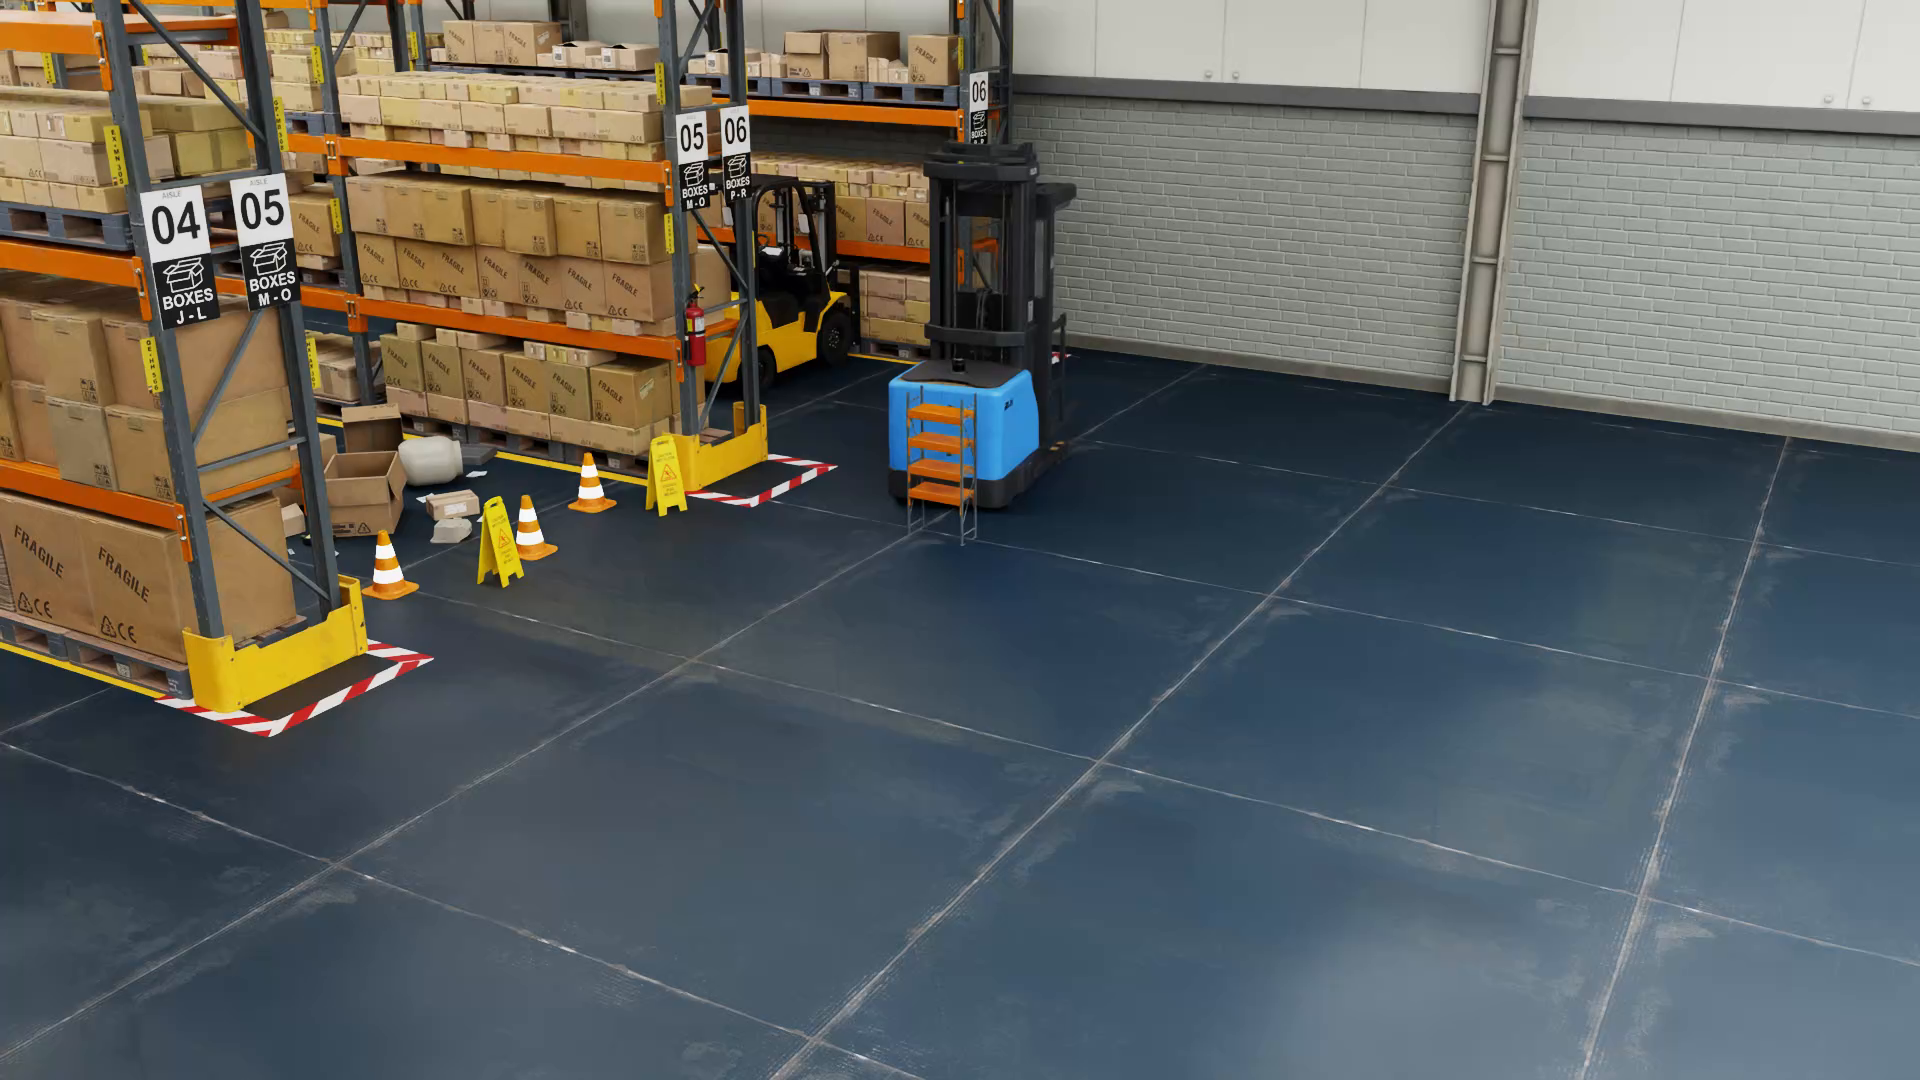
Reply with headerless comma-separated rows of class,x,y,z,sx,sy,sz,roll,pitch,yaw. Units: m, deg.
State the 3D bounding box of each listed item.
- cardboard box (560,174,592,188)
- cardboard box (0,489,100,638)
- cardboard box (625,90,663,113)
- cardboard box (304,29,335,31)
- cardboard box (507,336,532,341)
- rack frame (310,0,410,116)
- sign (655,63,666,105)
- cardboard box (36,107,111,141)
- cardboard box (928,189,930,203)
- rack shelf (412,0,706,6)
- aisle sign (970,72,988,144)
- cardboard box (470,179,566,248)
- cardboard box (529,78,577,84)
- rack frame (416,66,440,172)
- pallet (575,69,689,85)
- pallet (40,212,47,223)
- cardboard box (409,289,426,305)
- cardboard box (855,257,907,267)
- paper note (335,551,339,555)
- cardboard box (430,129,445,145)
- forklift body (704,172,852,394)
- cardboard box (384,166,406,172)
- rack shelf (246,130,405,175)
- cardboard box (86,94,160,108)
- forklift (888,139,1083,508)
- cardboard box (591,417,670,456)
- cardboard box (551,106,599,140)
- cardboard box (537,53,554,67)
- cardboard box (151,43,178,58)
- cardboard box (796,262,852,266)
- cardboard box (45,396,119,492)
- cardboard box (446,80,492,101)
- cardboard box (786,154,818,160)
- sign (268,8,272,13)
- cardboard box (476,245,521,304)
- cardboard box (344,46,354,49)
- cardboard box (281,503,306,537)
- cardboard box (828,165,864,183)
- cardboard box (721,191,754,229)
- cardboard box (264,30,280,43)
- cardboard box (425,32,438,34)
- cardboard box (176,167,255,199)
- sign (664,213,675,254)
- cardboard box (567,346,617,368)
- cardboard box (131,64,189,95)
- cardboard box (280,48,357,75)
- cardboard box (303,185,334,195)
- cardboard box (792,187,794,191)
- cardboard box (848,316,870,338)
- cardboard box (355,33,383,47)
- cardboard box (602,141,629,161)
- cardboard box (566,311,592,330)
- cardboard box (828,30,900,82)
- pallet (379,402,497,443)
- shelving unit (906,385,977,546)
cardboard box,-4.652,-4.500,20.858,0.500,0.250,0.500,11,23,28
cardboard box,-5.847,0.037,11.364,0.875,0.875,0.875,10,22,26
cardboard box,-2.567,-3.651,13.832,0.250,0.149,0.380,11,23,28
cardboard box,-8.765,-6.921,22.817,0.250,0.149,0.380,11,23,28
cardboard box,-4.082,-1.752,16.112,0.500,0.500,0.500,12,23,30
rack frame,-5.620,-5.501,15.335,0.127,3.000,1.000,11,23,27
sign,-2.416,-3.680,13.415,0.005,0.325,0.100,11,23,27
cardboard box,-5.131,-2.434,9.714,0.250,0.149,0.380,11,23,28
cardboard box,-0.150,-3.821,18.401,0.250,0.149,0.380,11,23,28
rack shelf,-4.949,-6.786,20.518,4.000,0.370,1.077,11,23,27
aisle sign,0.204,-4.618,17.885,0.004,0.787,0.394,11,23,27
cardboard box,-3.982,-2.958,15.071,0.500,0.500,0.700,11,22,27
cardboard box,-3.652,-4.065,14.973,0.250,0.149,0.380,11,23,28
rack frame,-6.695,-4.825,22.267,0.127,3.000,1.000,11,23,27
pallet,-3.979,-5.623,20.348,1.217,0.209,0.805,10,22,25
pallet,-6.176,-2.217,10.809,1.213,0.211,1.003,11,23,27
cardboard box,-5.009,-2.354,15.823,0.250,0.149,0.380,11,23,27
cardboard box,-0.907,-3.174,19.666,0.500,0.250,0.500,11,22,27
paper note,-4.958,0.112,13.015,0.144,0.017,0.142,-16,26,-38
cardboard box,-4.569,-3.679,15.077,0.250,0.149,0.380,10,22,26
forklift body,-2.256,-2.868,18.116,1.214,2.155,2.313,11,23,27
cardboard box,-7.455,-4.899,22.225,0.250,0.149,0.380,11,23,28
rack shelf,-7.366,-4.086,16.886,4.000,0.370,1.077,11,23,27
cardboard box,-5.252,-2.714,10.486,0.250,0.149,0.380,11,23,28
forklift,0.377,-2.113,14.893,1.130,2.935,3.031,7,21,19
cardboard box,-2.986,-0.979,15.082,0.500,0.250,0.500,11,23,27
cardboard box,-3.138,-3.588,14.244,0.500,0.250,0.500,10,22,27
cardboard box,-4.984,-5.917,20.484,0.250,0.149,0.380,10,22,27
cardboard box,-11.189,-7.058,23.810,0.500,0.250,0.500,10,22,25
cardboard box,-1.597,-3.104,19.472,0.500,0.250,0.500,10,22,26
cardboard box,-5.291,-0.729,10.757,0.550,0.550,0.875,11,23,27
cardboard box,-4.341,-3.998,14.789,0.250,0.149,0.380,10,22,26
cardboard box,-1.874,-4.522,19.898,0.250,0.149,0.380,10,22,26
sign,-9.919,-7.494,23.891,0.005,0.325,0.100,11,23,27
cardboard box,-4.039,-2.470,15.193,0.500,0.500,0.500,11,23,28
cardboard box,-7.987,-6.524,22.188,0.250,0.149,0.380,11,23,28
cardboard box,-5.547,-0.168,13.439,0.258,0.266,0.396,16,25,36
cardboard box,-1.289,-4.165,18.915,0.250,0.149,0.380,11,23,28
cardboard box,-2.480,-3.973,19.773,0.500,0.500,0.500,11,23,28
cardboard box,-9.434,-6.873,22.685,0.250,0.149,0.380,10,22,26
cardboard box,-7.089,-6.686,22.199,0.250,0.149,0.380,11,23,28
cardboard box,-4.597,-2.215,10.278,0.250,0.149,0.380,11,23,28
sign,-2.416,-2.547,13.826,0.005,0.325,0.100,11,23,27
cardboard box,-3.308,-1.675,14.949,0.250,0.149,0.380,12,23,29
cardboard box,-8.290,-4.643,17.221,0.500,0.500,0.700,11,23,27
cardboard box,-6.375,-4.750,16.532,0.500,0.250,0.500,10,22,26
cardboard box,-6.327,-3.312,16.898,0.500,0.500,0.500,11,23,27
cardboard box,-1.949,-4.159,19.333,0.250,0.149,0.380,10,22,26
cardboard box,-1.137,-2.555,19.425,0.500,0.250,0.500,11,23,28
cardboard box,-7.776,-6.620,22.016,0.250,0.149,0.380,10,22,26
cardboard box,-2.809,-3.316,14.077,0.250,0.149,0.380,11,23,28
cardboard box,-3.287,-1.988,14.816,0.250,0.149,0.380,11,23,28
cardboard box,-1.061,-5.397,18.537,0.500,0.500,0.700,11,23,28
pallet,-5.017,-1.269,16.555,1.213,0.211,1.003,11,23,27
shelving unit,-0.145,-0.592,13.236,0.503,1.200,0.258,11,23,27
